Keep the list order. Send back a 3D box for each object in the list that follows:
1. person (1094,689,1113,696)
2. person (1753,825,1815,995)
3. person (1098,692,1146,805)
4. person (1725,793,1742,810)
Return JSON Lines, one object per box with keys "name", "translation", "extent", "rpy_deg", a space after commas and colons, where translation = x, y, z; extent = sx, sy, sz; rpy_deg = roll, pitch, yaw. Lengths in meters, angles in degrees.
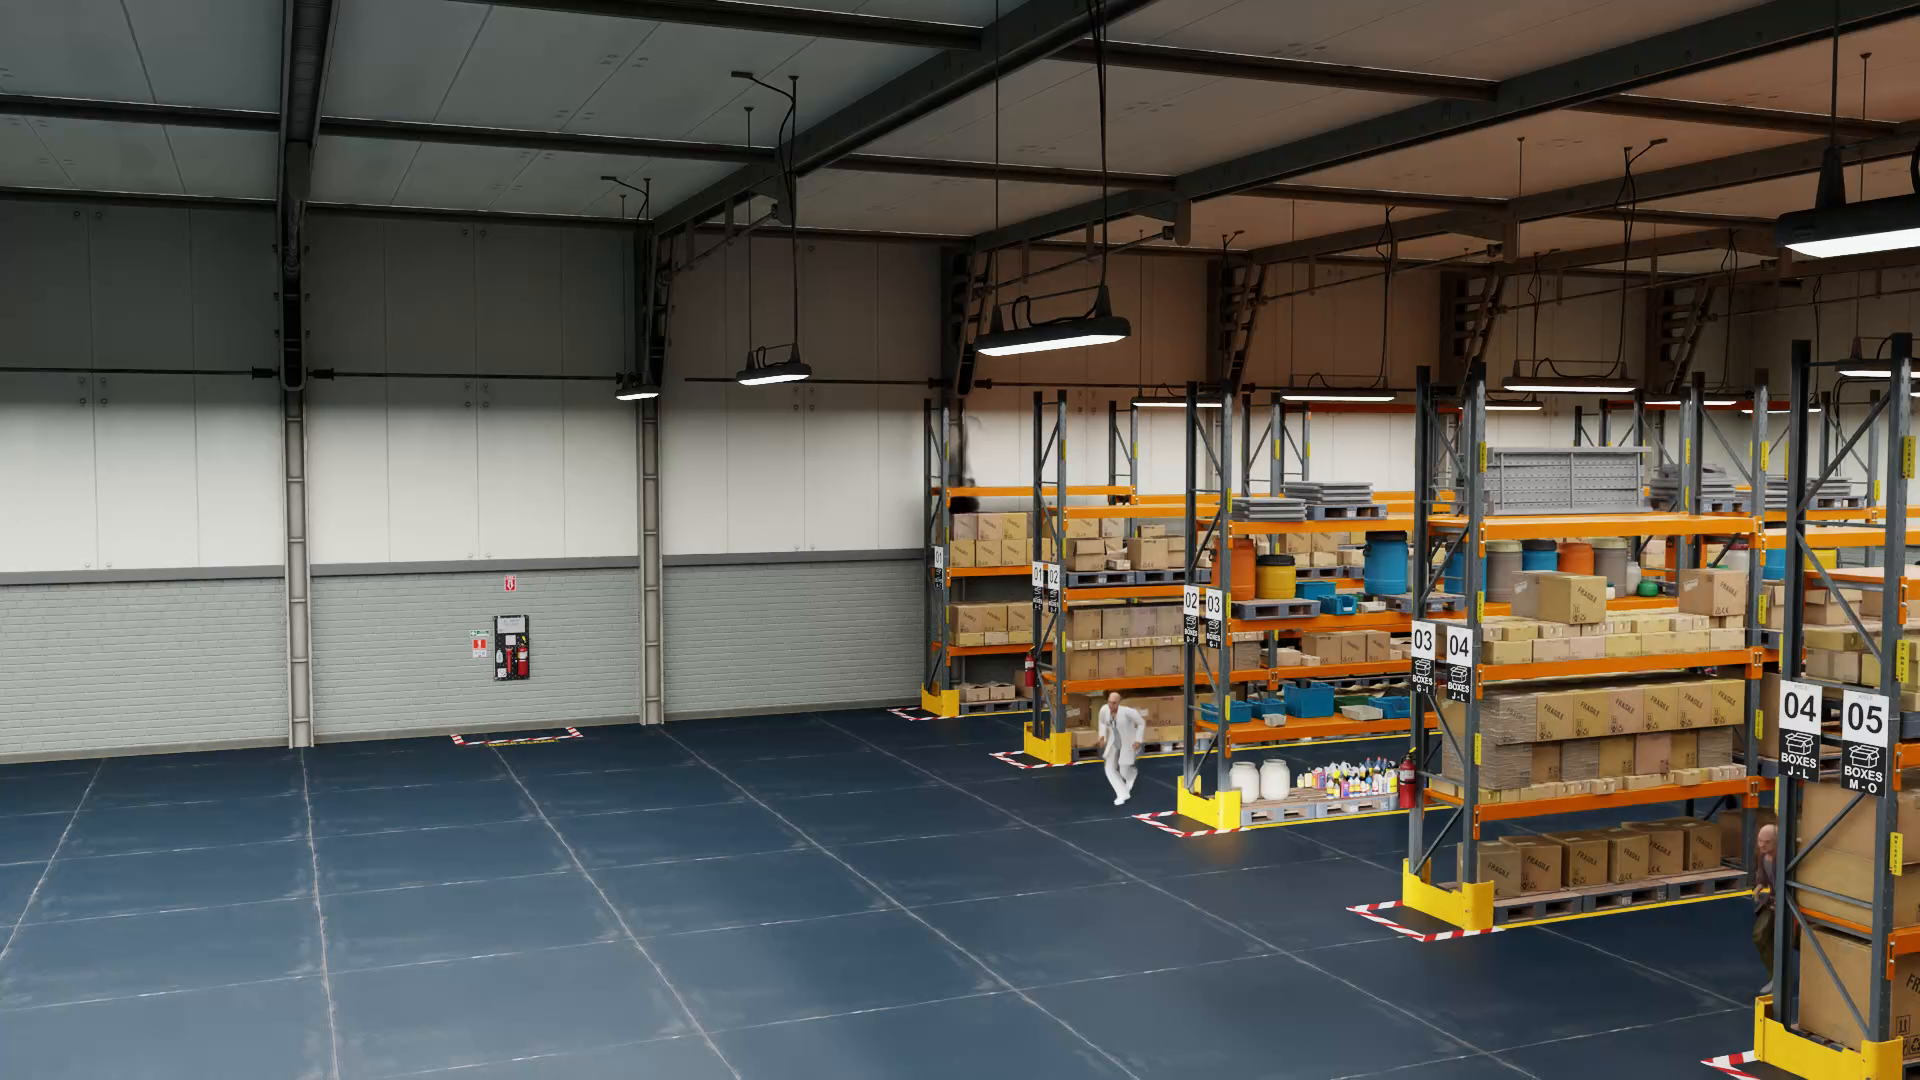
{"name": "person", "translation": [2.570, 2.613, 29.326], "extent": [0.723, 1.643, 0.625], "rpy_deg": [-2, 4, -26]}
{"name": "person", "translation": [7.914, 3.457, 15.713], "extent": [1.093, 1.636, 0.716], "rpy_deg": [-2, 4, -26]}
{"name": "person", "translation": [2.370, 2.966, 23.892], "extent": [0.722, 1.657, 0.974], "rpy_deg": [2, 4, 30]}
{"name": "person", "translation": [10.486, 3.042, 22.415], "extent": [0.662, 1.592, 0.505], "rpy_deg": [-3, 4, -38]}
